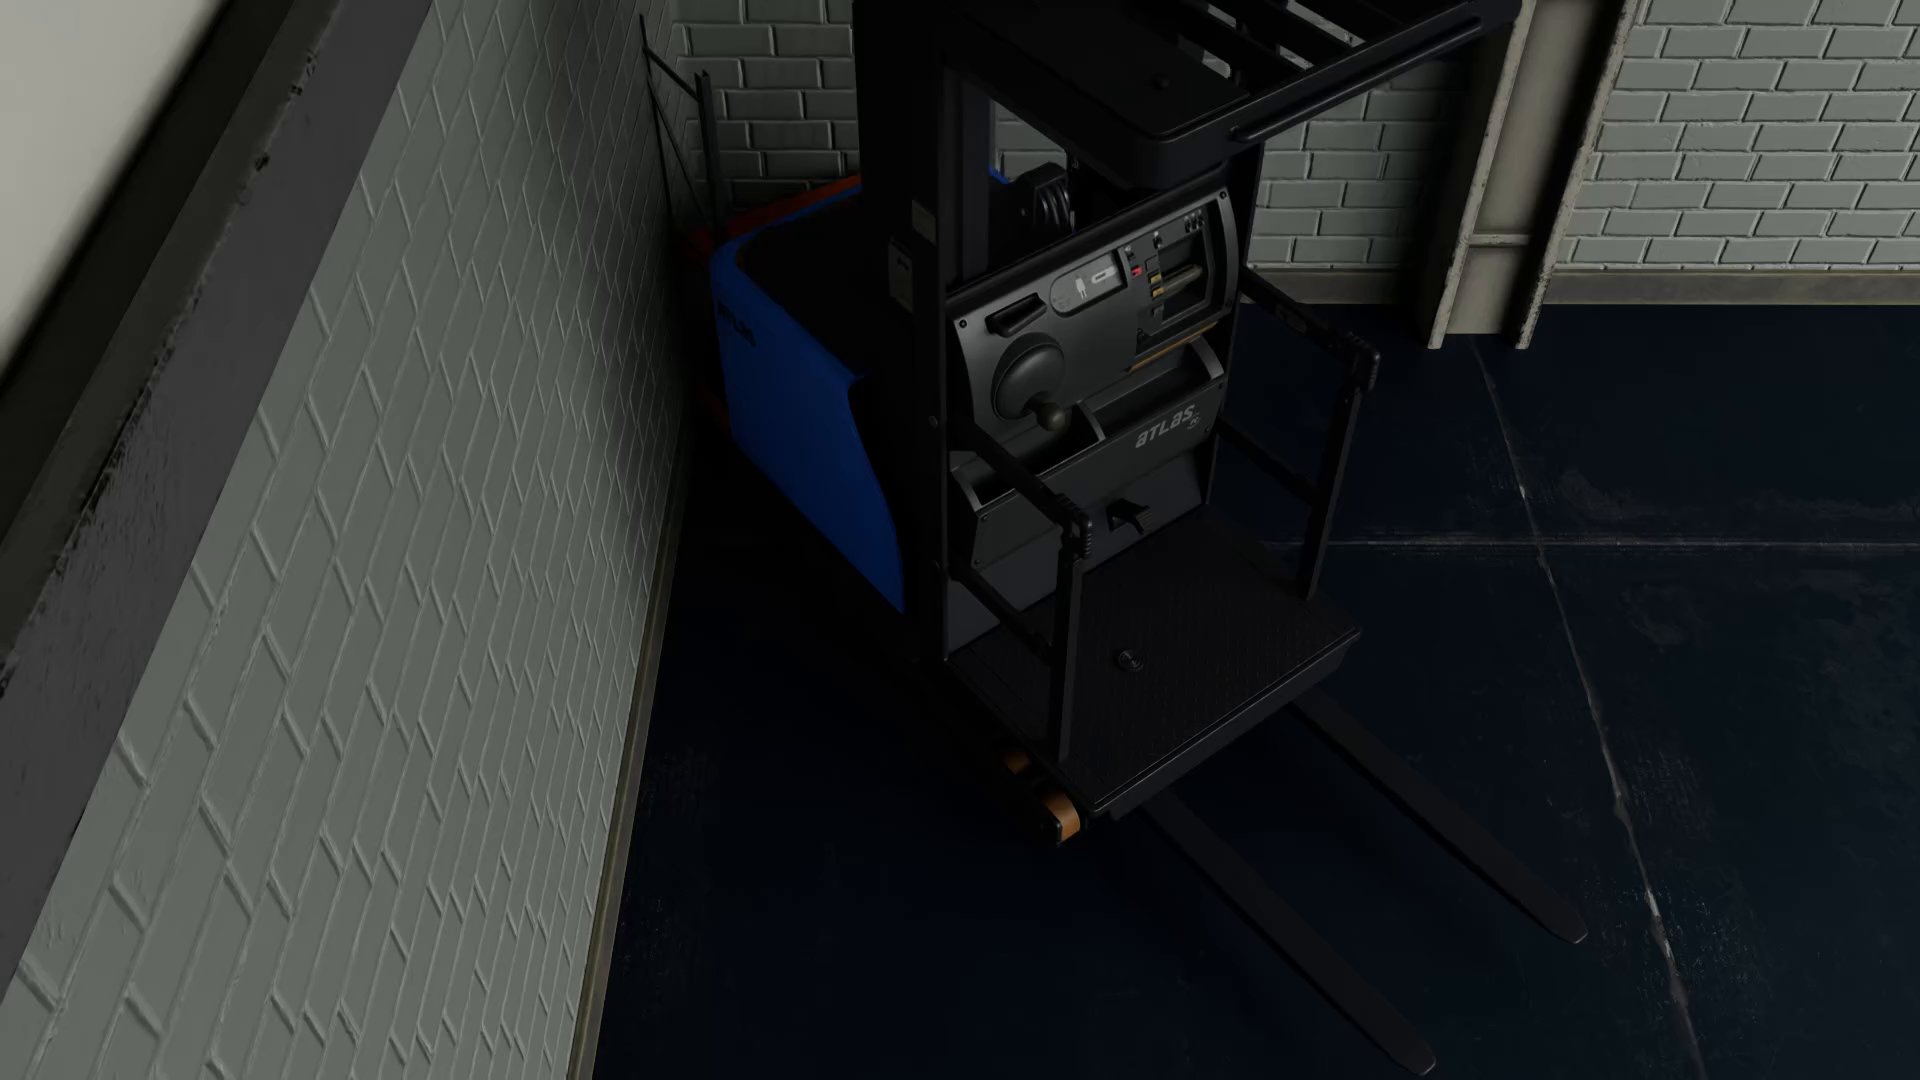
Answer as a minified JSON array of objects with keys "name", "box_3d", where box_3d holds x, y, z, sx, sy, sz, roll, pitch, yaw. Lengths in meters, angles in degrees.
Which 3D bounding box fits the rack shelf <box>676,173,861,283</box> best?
[{"name":"rack shelf","box_3d":[-0.455,-1.036,5.888,1.000,0.185,0.538,-25,49,-23]}]

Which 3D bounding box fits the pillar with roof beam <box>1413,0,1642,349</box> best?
[{"name":"pillar with roof beam","box_3d":[1.988,-0.769,0.318,0.400,9.000,9.100,0,47,0]}]

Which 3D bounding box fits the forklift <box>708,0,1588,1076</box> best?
[{"name":"forklift","box_3d":[0.502,-0.522,4.233,1.130,2.935,3.031,-29,54,-25]}]

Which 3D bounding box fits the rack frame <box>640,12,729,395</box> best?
[{"name":"rack frame","box_3d":[-0.882,-0.970,5.565,0.032,1.500,0.500,-25,49,-23]}]

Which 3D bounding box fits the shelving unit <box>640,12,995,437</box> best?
[{"name":"shelving unit","box_3d":[-0.449,-1.168,5.766,1.083,1.500,0.587,-25,49,-23]}]

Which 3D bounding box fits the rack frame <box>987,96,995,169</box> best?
[{"name":"rack frame","box_3d":[-0.030,-1.360,5.960,0.032,1.500,0.500,-25,49,-23]}]

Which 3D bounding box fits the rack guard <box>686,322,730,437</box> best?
[{"name":"rack guard","box_3d":[-0.863,-0.529,6.008,0.087,0.250,0.587,-25,49,-23]}]
